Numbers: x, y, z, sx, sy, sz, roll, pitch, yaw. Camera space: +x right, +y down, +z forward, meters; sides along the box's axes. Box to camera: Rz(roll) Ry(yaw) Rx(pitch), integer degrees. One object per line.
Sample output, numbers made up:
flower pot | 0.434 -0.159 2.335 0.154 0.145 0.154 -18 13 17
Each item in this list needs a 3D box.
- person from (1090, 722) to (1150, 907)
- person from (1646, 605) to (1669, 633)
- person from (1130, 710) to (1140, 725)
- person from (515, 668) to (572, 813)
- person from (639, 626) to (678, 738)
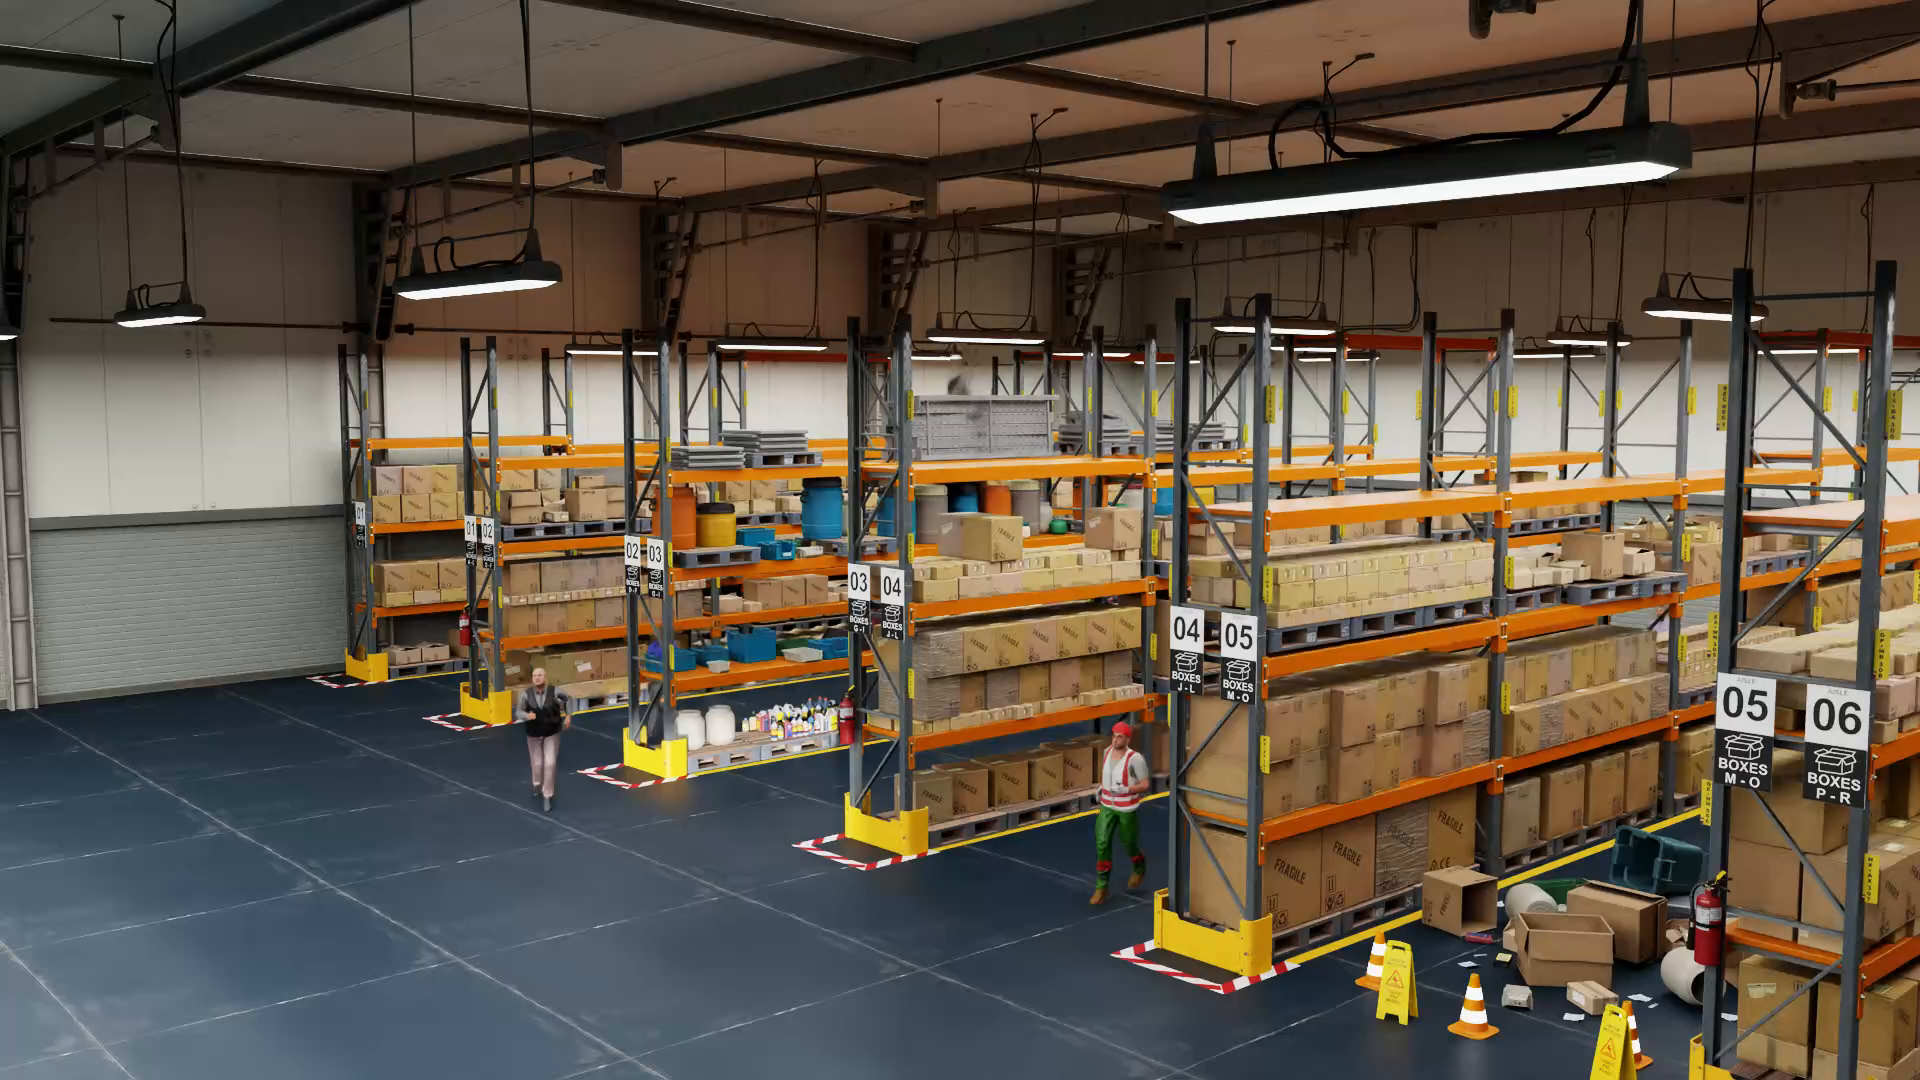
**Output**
person | 1.646 2.747 16.923 0.645 1.826 0.891 3 6 33
person | 11.735 1.880 27.857 0.598 1.582 0.585 4 6 36
person | 2.592 2.137 24.139 0.586 1.680 0.891 5 7 44
person | -5.179 2.460 20.716 0.662 1.767 0.900 -1 5 -6
person | -4.506 2.109 24.710 0.583 1.627 0.869 5 7 42
